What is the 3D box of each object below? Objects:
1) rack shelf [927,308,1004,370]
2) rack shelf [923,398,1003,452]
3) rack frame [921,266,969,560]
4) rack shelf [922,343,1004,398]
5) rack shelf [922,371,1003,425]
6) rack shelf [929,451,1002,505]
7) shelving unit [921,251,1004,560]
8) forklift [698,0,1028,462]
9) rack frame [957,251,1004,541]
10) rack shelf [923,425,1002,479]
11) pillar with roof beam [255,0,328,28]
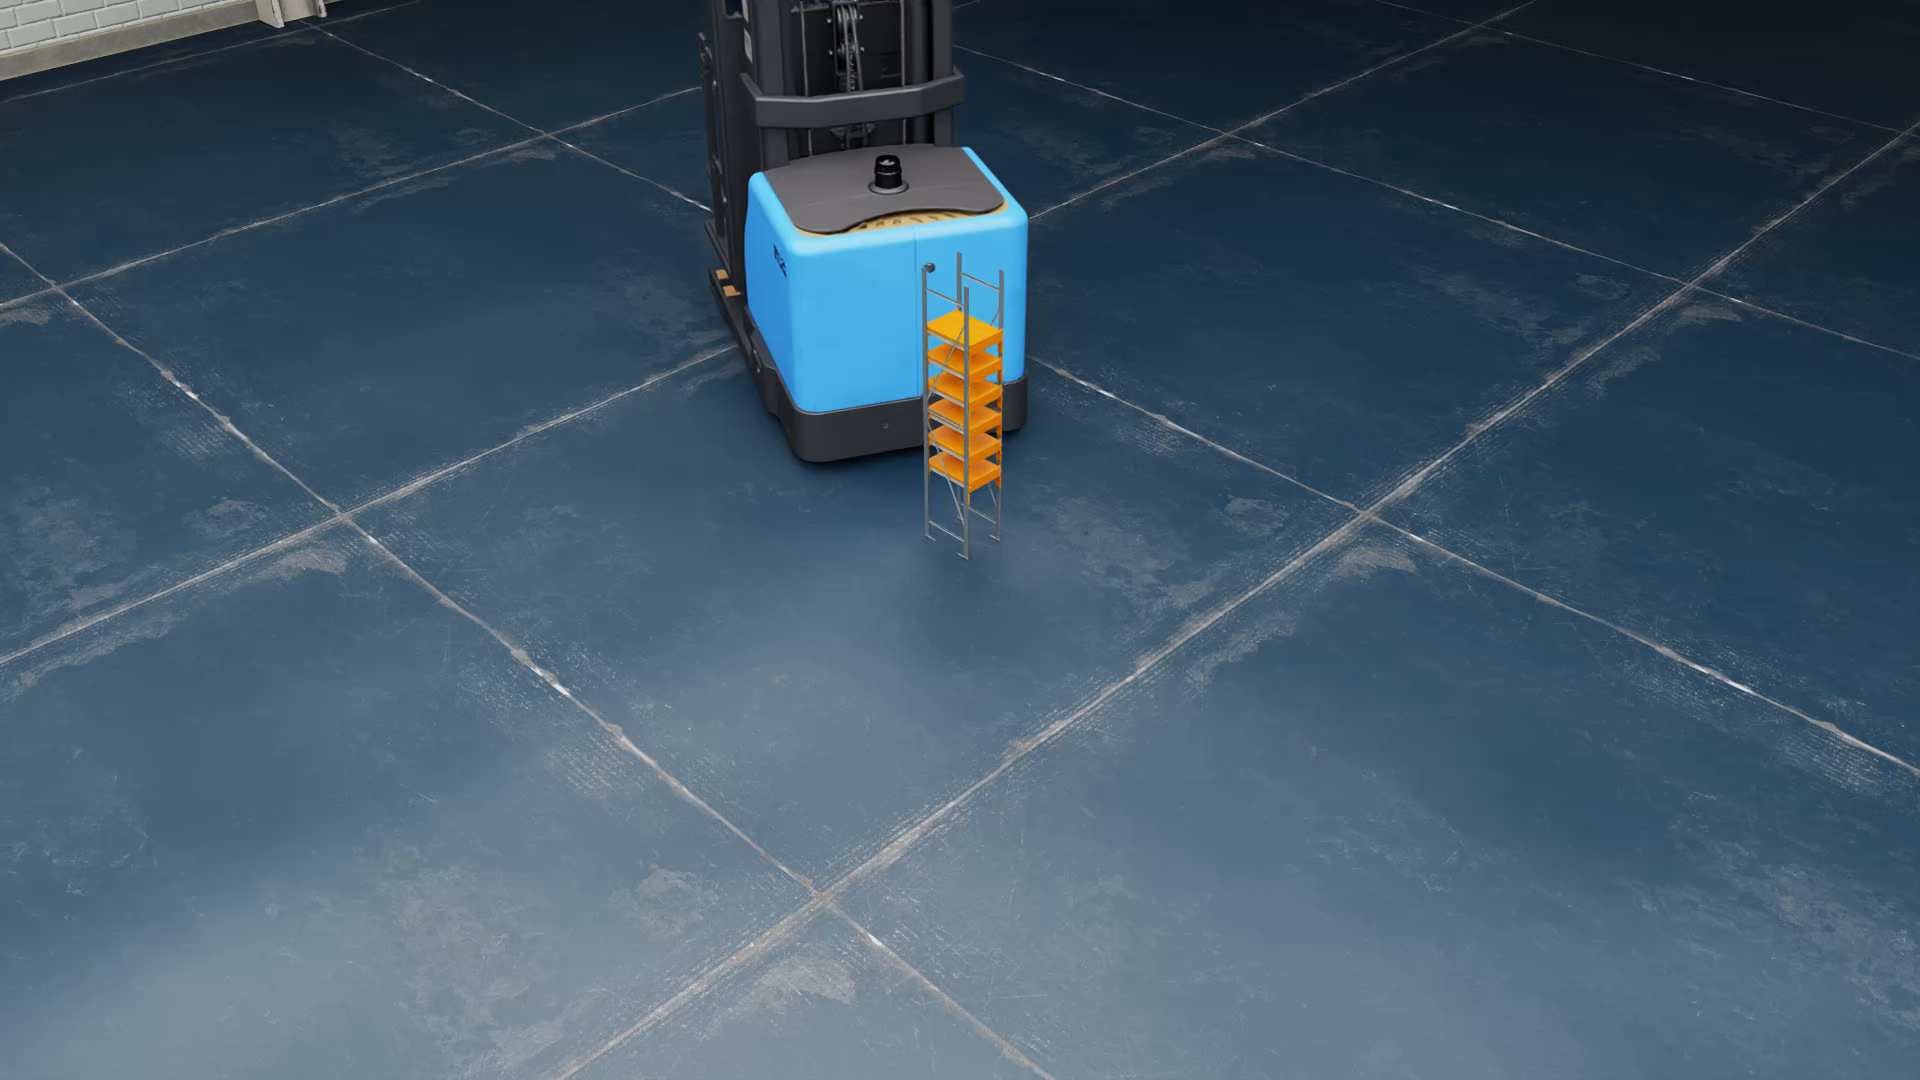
[{"bbox_3d":[0.010,-0.757,6.235,0.258,0.103,0.180,30,45,35],"label":"rack shelf"},{"bbox_3d":[0.010,-0.462,6.441,0.258,0.103,0.180,30,45,35],"label":"rack shelf"},{"bbox_3d":[-0.054,-0.461,6.362,0.240,1.200,0.006,30,45,35],"label":"rack frame"},{"bbox_3d":[0.010,-0.658,6.303,0.258,0.103,0.180,30,45,35],"label":"rack shelf"},{"bbox_3d":[0.010,-0.560,6.372,0.258,0.103,0.180,30,45,35],"label":"rack shelf"},{"bbox_3d":[0.010,-0.265,6.578,0.258,0.103,0.180,30,45,35],"label":"rack shelf"},{"bbox_3d":[0.010,-0.498,6.415,0.258,1.200,0.189,30,45,35],"label":"shelving unit"},{"bbox_3d":[-0.643,-2.374,7.592,1.130,2.935,3.031,-11,36,-15],"label":"forklift"},{"bbox_3d":[0.075,-0.535,6.468,0.240,1.200,0.006,30,45,35],"label":"rack frame"},{"bbox_3d":[0.010,-0.363,6.509,0.258,0.103,0.180,30,45,35],"label":"rack shelf"},{"bbox_3d":[-1.876,-5.821,7.230,9.100,9.000,0.400,30,45,35],"label":"pillar with roof beam"}]
